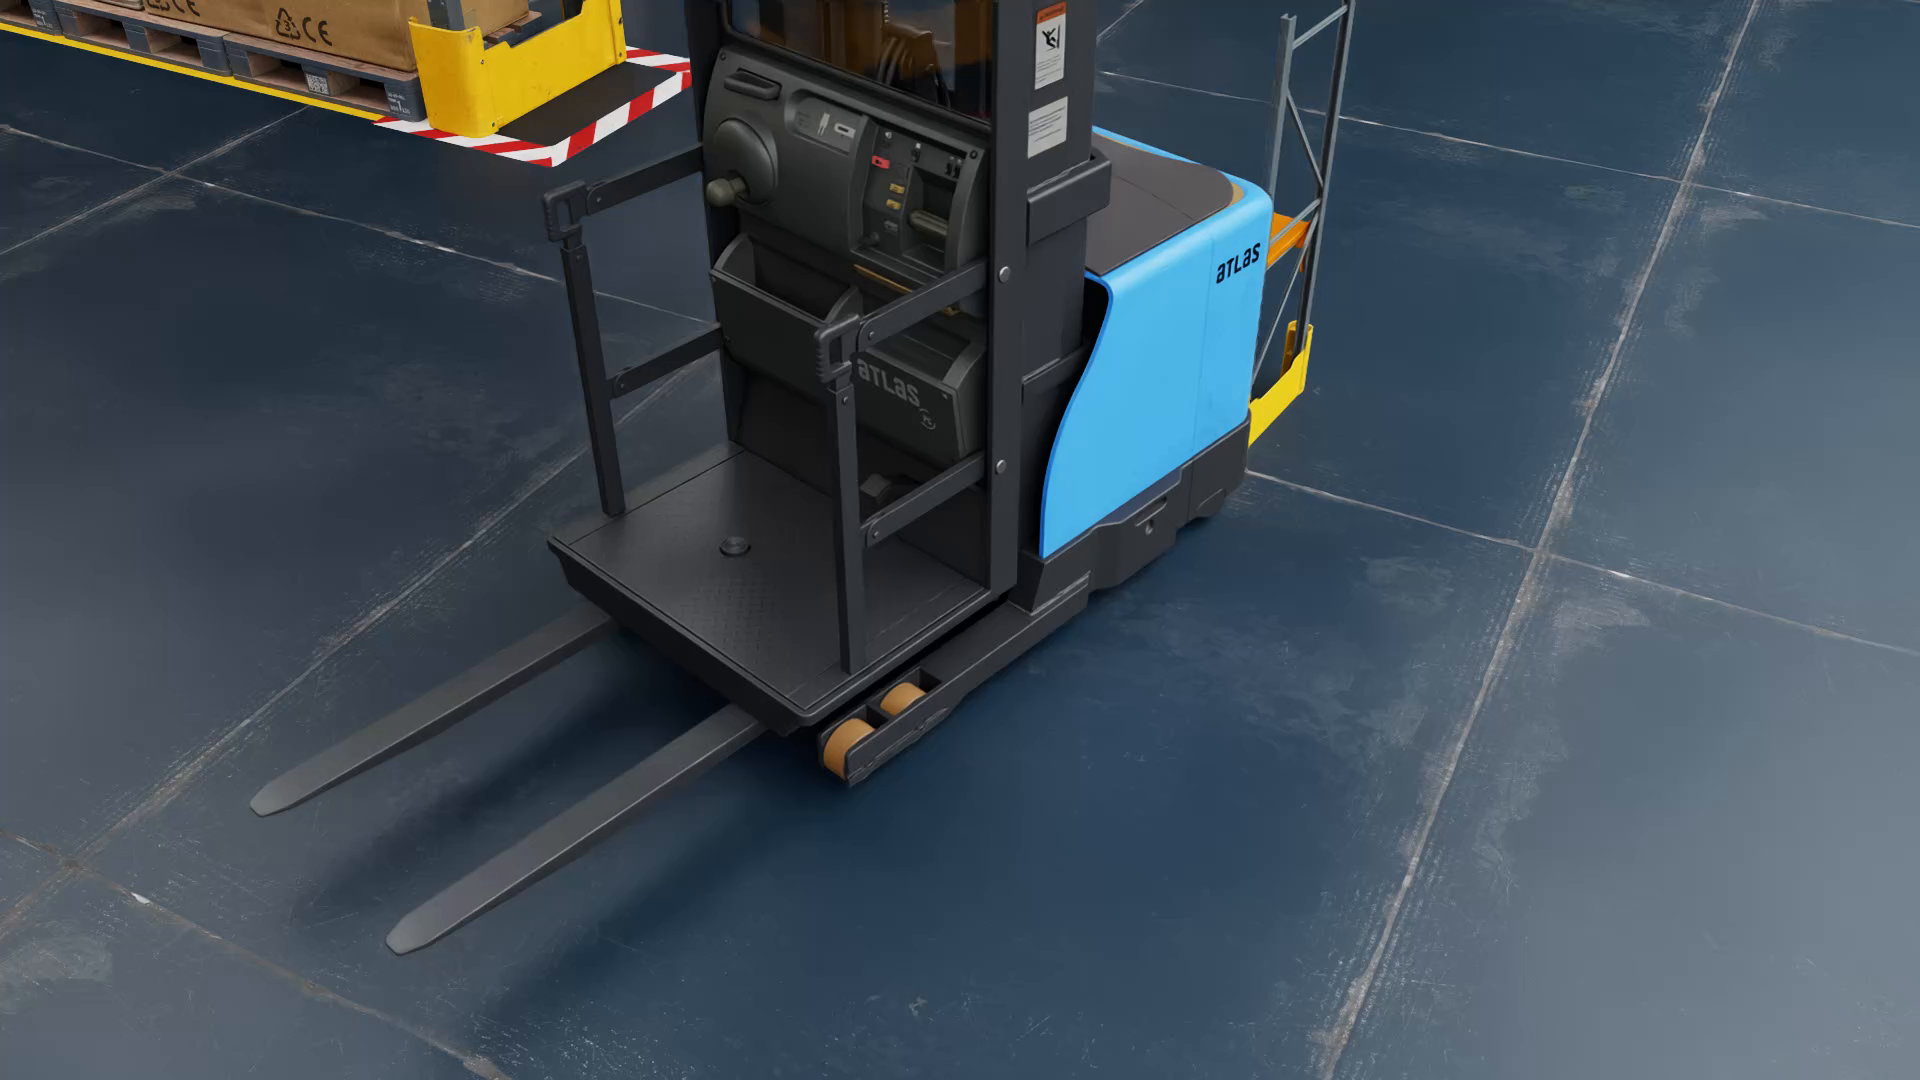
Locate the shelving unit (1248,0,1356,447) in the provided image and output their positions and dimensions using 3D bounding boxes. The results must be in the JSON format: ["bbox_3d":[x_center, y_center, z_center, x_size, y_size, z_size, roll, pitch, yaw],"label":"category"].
[{"bbox_3d":[0.633,-1.182,5.567,1.083,1.500,0.587,22,42,26],"label":"shelving unit"}]

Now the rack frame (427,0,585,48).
[{"bbox_3d":[-2.120,-3.410,7.261,0.127,3.000,1.000,17,41,21],"label":"rack frame"}]

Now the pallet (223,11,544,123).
[{"bbox_3d":[-2.866,-2.479,8.342,1.213,0.211,1.003,17,41,21],"label":"pallet"}]

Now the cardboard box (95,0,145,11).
[{"bbox_3d":[-4.343,-3.382,8.634,0.875,0.875,0.875,18,41,22],"label":"cardboard box"}]

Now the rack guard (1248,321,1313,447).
[{"bbox_3d":[1.046,-0.516,5.723,0.087,0.250,0.587,22,42,26],"label":"rack guard"}]

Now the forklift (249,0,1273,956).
[{"bbox_3d":[-0.450,-0.877,3.982,1.130,2.935,3.031,30,46,33],"label":"forklift"}]

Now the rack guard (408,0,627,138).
[{"bbox_3d":[-2.099,-2.407,8.008,0.348,0.500,1.175,17,41,21],"label":"rack guard"}]

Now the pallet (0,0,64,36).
[{"bbox_3d":[-5.033,-3.158,9.235,1.213,0.211,1.003,17,41,21],"label":"pallet"}]

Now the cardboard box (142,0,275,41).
[{"bbox_3d":[-3.535,-3.127,8.299,0.875,0.875,0.875,17,40,21],"label":"cardboard box"}]

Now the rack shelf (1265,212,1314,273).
[{"bbox_3d":[0.641,-1.036,5.671,1.000,0.185,0.538,22,42,26],"label":"rack shelf"}]

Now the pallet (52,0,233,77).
[{"bbox_3d":[-3.945,-2.819,8.789,1.213,0.211,1.003,17,41,21],"label":"pallet"}]

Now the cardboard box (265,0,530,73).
[{"bbox_3d":[-2.752,-2.884,7.978,0.875,0.875,0.875,18,41,22],"label":"cardboard box"}]

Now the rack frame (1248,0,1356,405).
[{"bbox_3d":[1.062,-1.007,5.337,0.032,1.500,0.500,22,42,26],"label":"rack frame"}]
